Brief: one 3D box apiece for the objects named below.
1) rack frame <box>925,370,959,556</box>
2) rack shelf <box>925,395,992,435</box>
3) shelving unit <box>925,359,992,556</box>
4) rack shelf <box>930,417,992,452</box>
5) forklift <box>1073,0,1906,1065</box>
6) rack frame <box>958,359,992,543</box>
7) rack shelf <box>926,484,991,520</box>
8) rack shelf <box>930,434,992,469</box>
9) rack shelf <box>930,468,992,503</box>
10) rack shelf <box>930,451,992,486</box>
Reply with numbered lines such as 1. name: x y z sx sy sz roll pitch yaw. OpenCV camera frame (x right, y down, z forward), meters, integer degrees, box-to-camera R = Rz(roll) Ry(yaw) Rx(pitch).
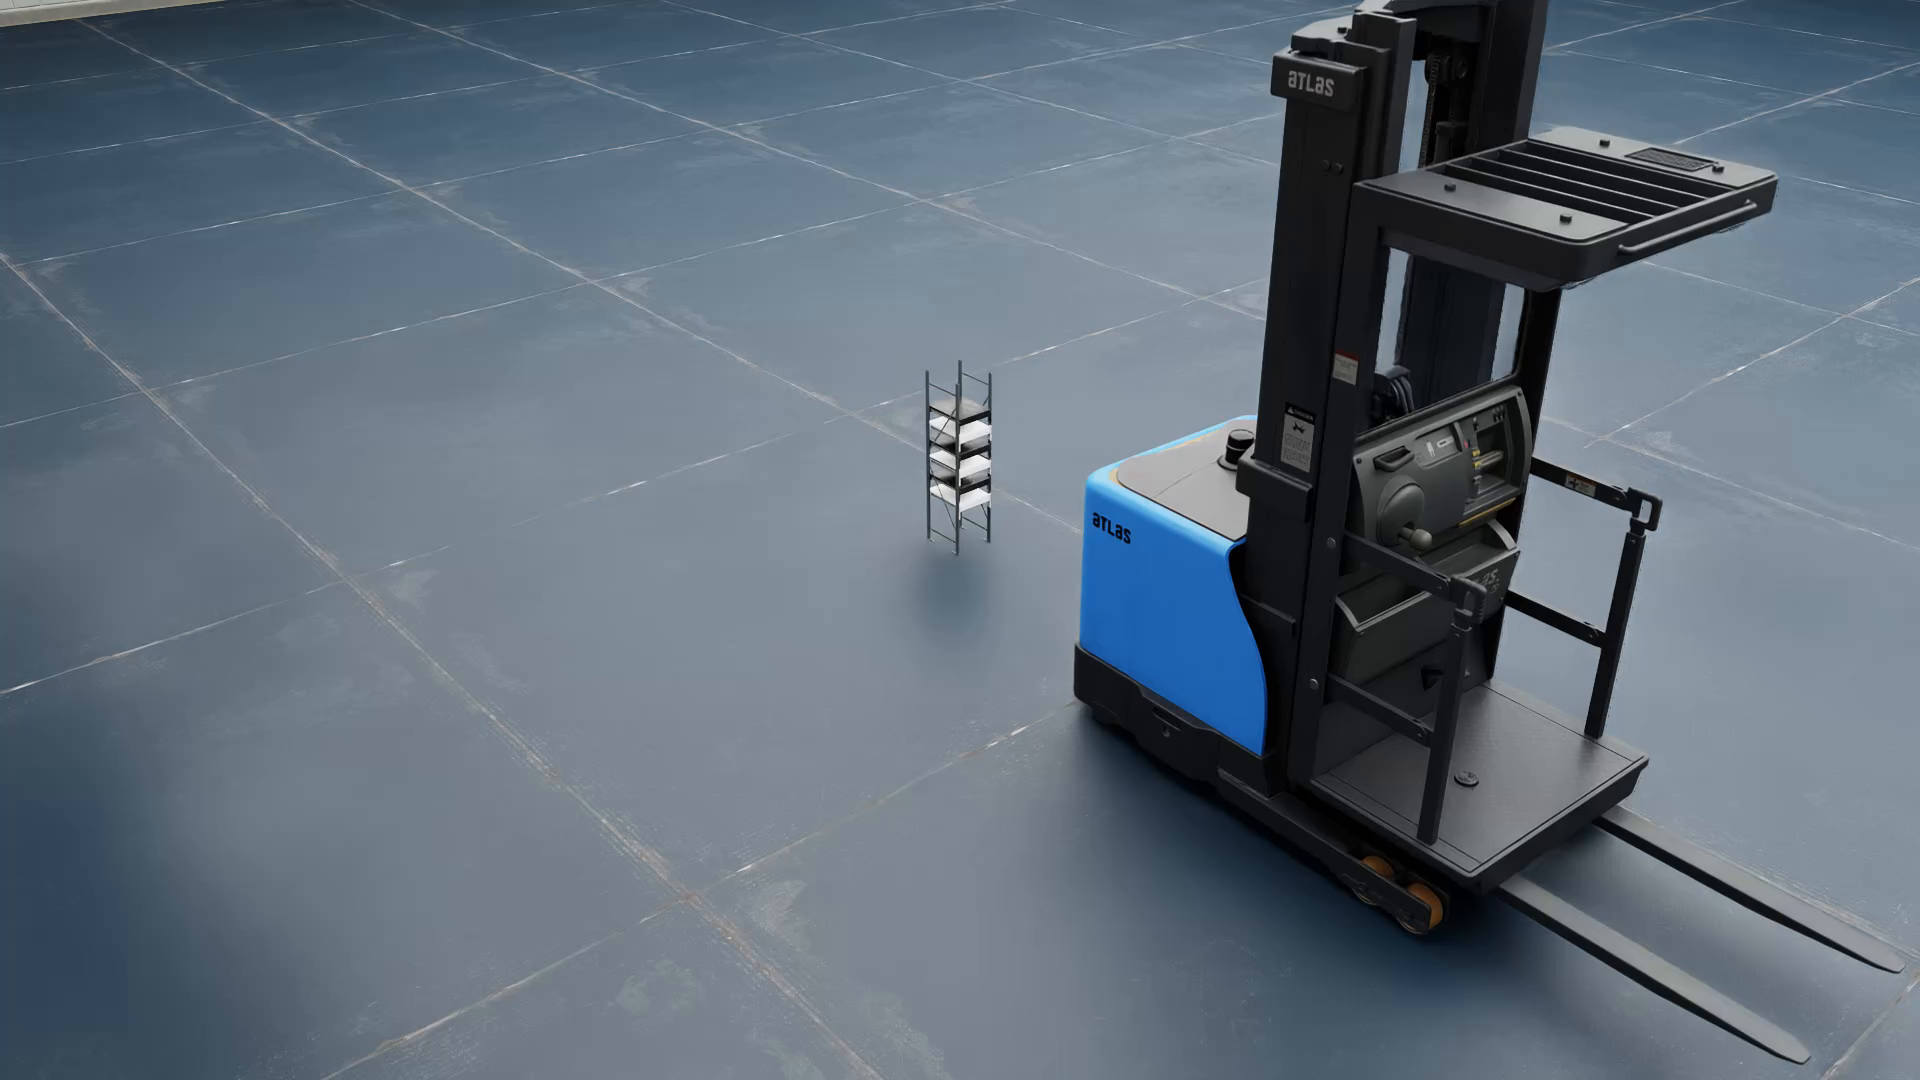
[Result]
1. rack frame: -0.084 -0.363 7.975 0.006 0.900 0.240 -22 35 -35
2. rack shelf: -0.006 -0.603 7.922 0.200 0.077 0.258 -22 35 -35
3. shelving unit: -0.006 -0.394 8.033 0.210 0.900 0.258 -22 35 -35
4. rack shelf: -0.006 -0.524 7.964 0.200 0.077 0.258 -22 35 -35
5. forklift: 1.787 -0.208 5.529 1.130 2.935 3.031 -21 34 -34
6. rack frame: 0.071 -0.426 8.091 0.006 0.900 0.240 -22 35 -35
7. rack shelf: -0.006 -0.206 8.134 0.200 0.077 0.258 -22 35 -35
8. rack shelf: -0.006 -0.444 8.007 0.200 0.077 0.258 -22 35 -35
9. rack shelf: -0.006 -0.286 8.091 0.200 0.077 0.258 -22 35 -35
10. rack shelf: -0.006 -0.365 8.049 0.200 0.077 0.258 -22 35 -35
